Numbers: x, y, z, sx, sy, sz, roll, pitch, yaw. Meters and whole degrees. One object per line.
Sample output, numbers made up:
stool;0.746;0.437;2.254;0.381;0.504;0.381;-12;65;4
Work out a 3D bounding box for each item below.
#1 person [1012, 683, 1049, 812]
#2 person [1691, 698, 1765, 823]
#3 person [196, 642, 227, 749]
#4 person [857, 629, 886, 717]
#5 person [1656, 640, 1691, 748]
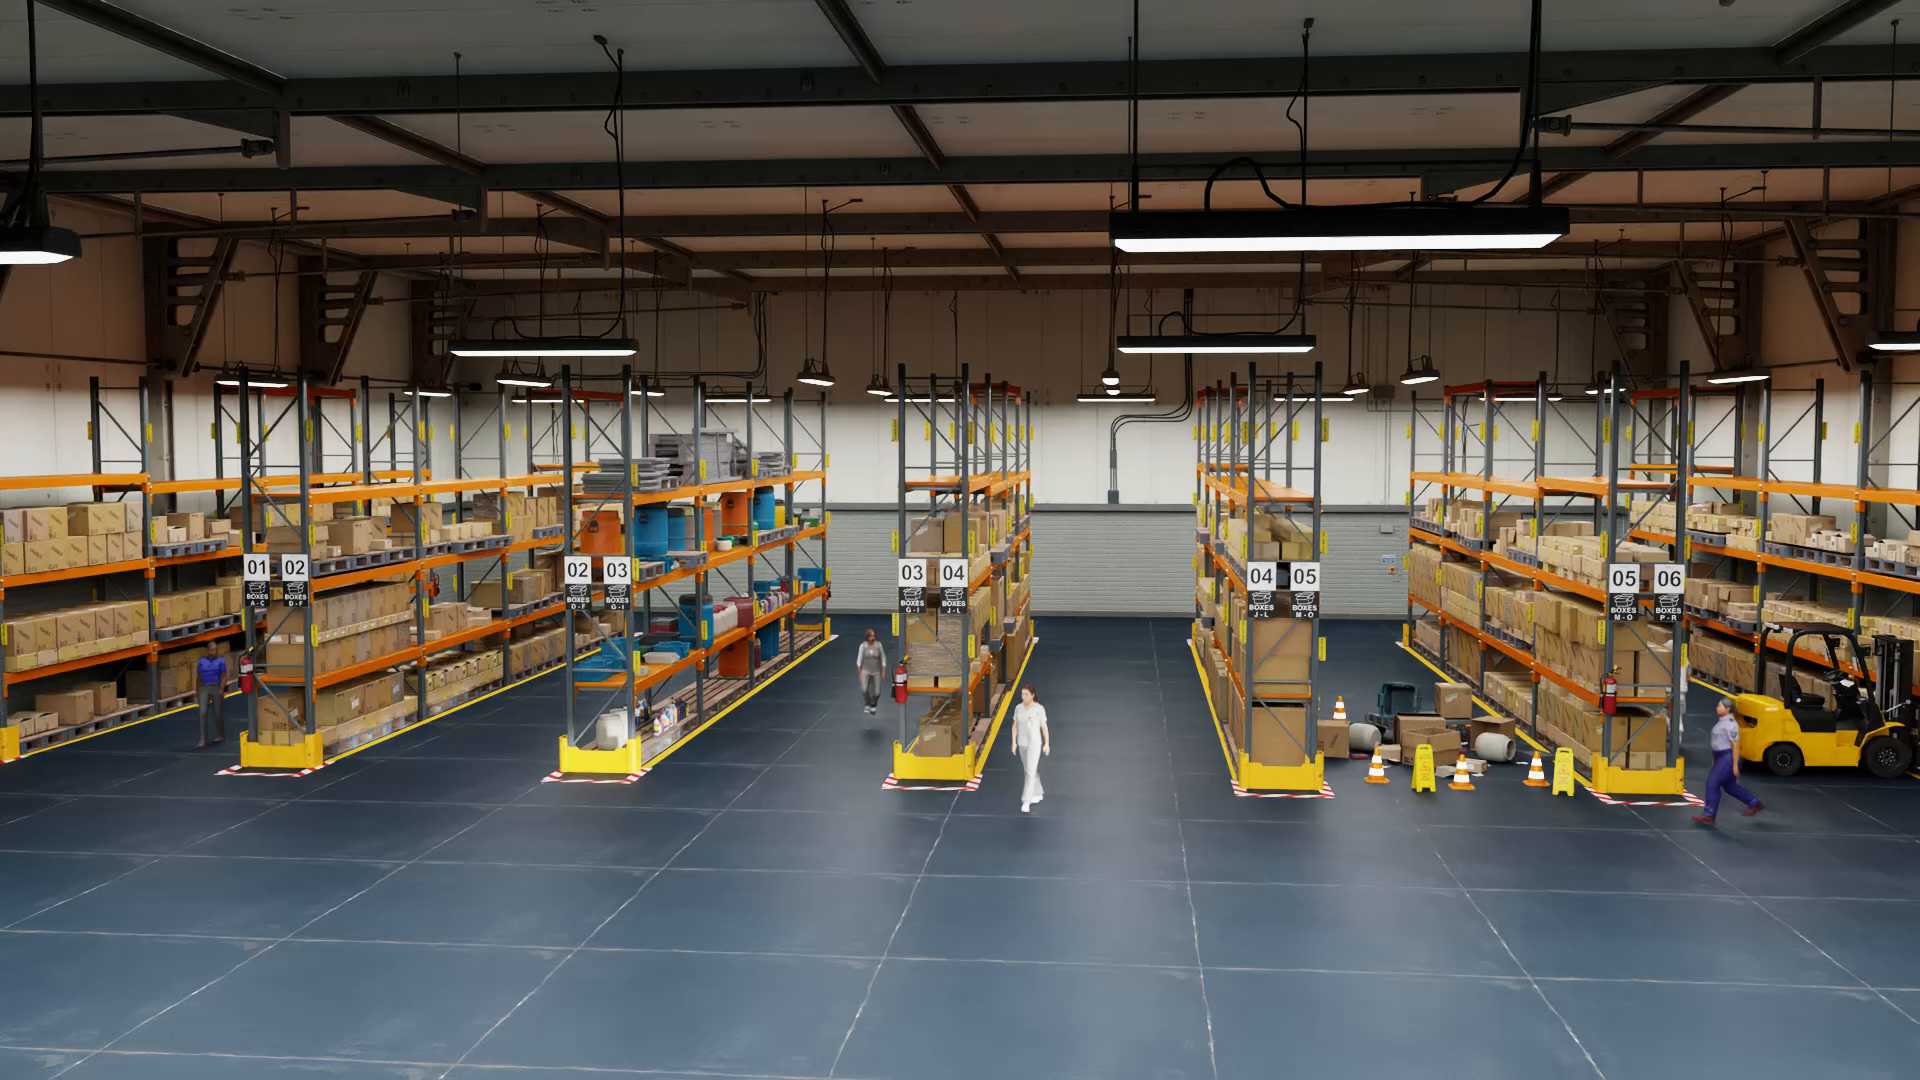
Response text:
person;0.899;2.737;22.163;0.511;1.634;0.909;2;4;34
person;9.870;2.821;21.317;0.962;1.603;0.481;0;4;7
person;-12.055;2.482;26.777;0.473;1.648;0.719;-1;4;-21
person;-1.500;2.265;28.213;0.492;1.543;0.601;0;4;-2
person;11.444;2.457;26.699;0.625;1.678;0.788;0;4;7
